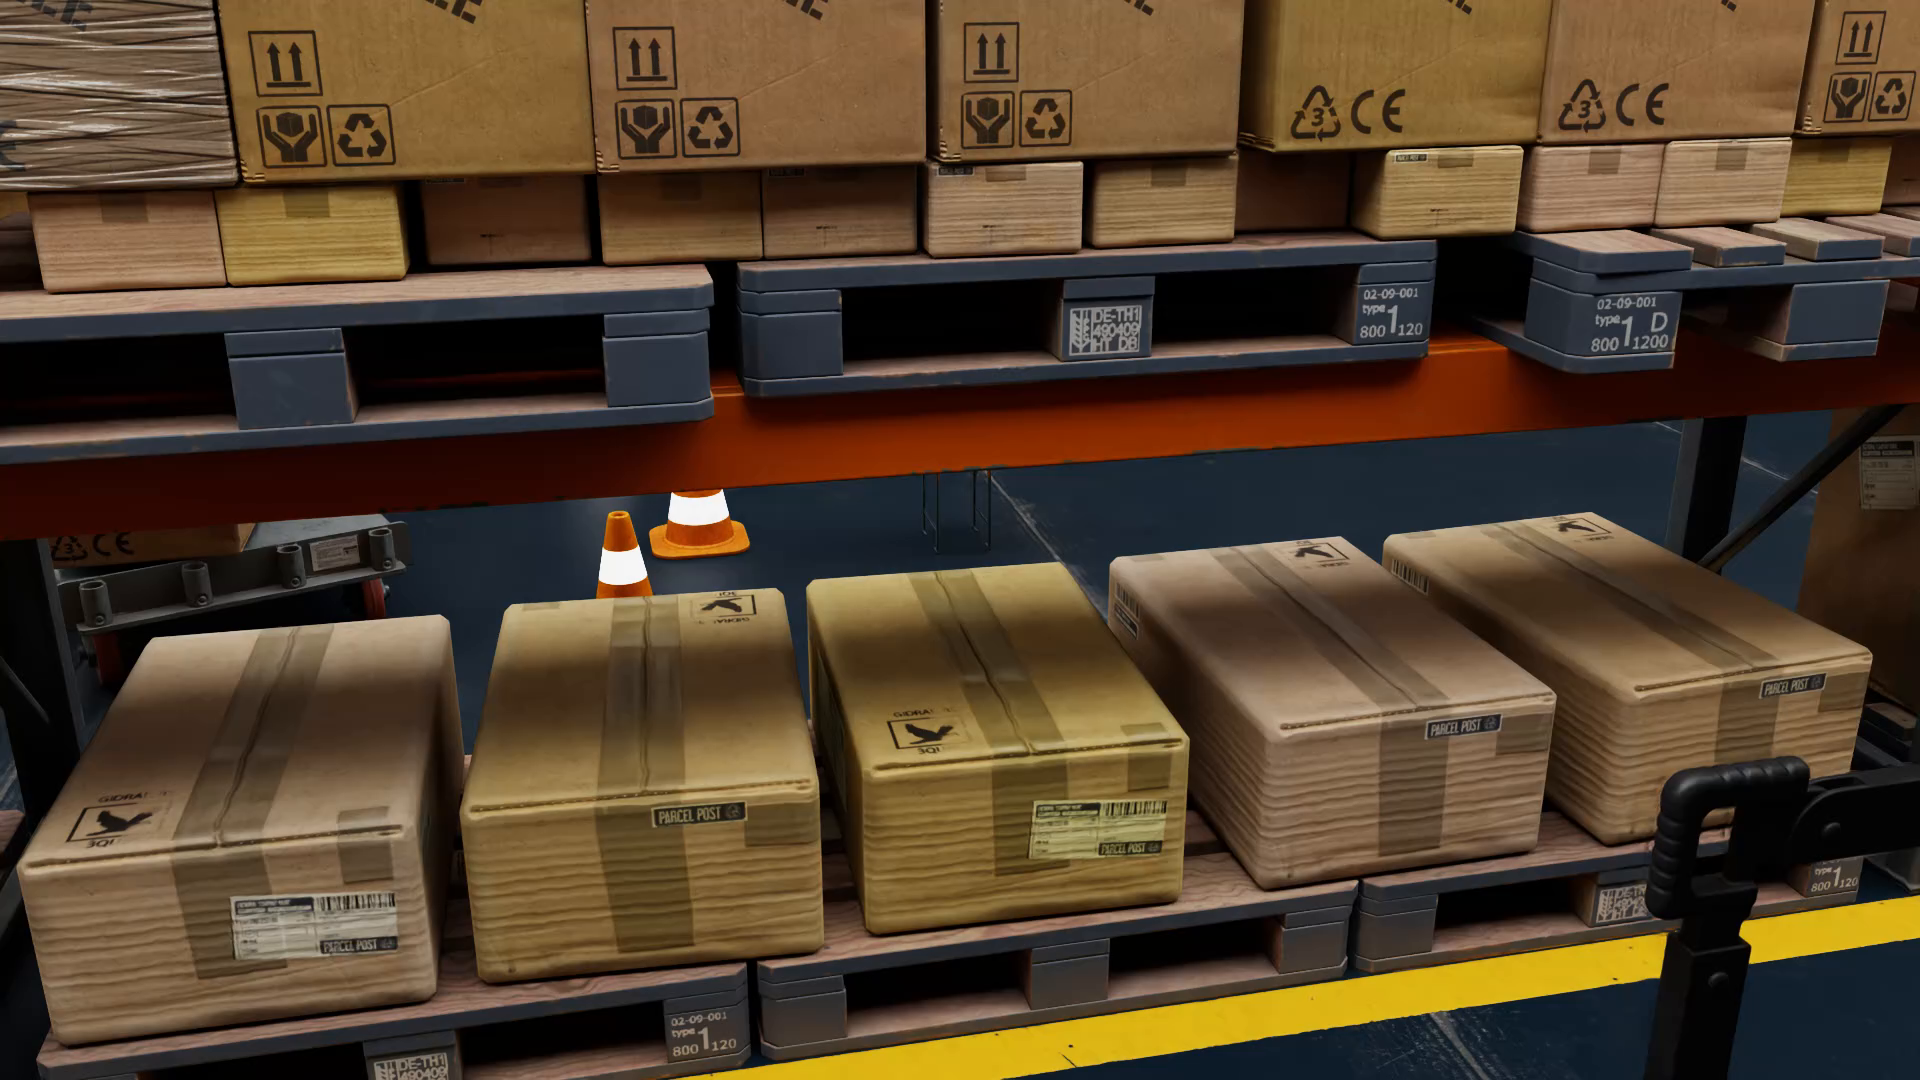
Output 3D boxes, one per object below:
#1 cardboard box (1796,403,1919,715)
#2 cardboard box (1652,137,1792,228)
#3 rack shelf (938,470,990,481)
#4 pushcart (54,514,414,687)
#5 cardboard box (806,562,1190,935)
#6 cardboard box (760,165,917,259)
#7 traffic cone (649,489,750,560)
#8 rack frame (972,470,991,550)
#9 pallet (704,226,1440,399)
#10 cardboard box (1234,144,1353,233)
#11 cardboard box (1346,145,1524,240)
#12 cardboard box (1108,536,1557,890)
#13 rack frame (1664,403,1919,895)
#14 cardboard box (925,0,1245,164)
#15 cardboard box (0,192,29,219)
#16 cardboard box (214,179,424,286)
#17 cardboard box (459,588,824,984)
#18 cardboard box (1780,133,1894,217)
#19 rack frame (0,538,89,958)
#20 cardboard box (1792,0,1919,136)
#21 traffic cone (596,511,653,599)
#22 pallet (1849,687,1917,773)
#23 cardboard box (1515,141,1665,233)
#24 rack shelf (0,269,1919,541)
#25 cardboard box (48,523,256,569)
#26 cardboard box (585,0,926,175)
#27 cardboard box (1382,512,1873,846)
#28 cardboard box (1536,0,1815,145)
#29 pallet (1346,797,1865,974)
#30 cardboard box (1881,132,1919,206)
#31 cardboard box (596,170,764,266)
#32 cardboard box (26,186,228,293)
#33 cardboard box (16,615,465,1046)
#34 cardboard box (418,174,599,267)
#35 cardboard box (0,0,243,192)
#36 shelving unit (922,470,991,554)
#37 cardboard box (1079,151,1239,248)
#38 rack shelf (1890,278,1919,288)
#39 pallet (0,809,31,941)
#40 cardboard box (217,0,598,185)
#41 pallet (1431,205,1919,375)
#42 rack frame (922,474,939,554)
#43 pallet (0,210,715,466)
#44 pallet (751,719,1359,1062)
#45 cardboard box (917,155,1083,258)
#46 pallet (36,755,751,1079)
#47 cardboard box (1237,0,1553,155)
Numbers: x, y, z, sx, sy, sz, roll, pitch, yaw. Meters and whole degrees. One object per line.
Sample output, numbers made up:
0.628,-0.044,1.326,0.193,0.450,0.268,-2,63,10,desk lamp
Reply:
2.737,-0.022,3.993,0.875,0.875,0.875,-5,21,-13,cardboard box
1.302,-0.690,3.092,0.250,0.149,0.380,-5,21,-13,cardboard box
-0.014,-0.295,5.703,0.180,0.103,0.258,-5,21,-12,rack shelf
-2.420,-0.007,5.286,0.936,0.377,1.648,-13,24,-31,pushcart
0.038,0.401,3.568,0.625,0.372,0.950,-4,20,-11,cardboard box
-0.232,-0.587,2.810,0.250,0.149,0.380,-4,21,-12,cardboard box
-0.910,-0.213,5.722,0.334,0.463,0.336,-5,21,-12,traffic cone
0.075,-0.569,5.625,0.006,1.200,0.240,-5,21,-12,rack frame
0.129,-0.536,3.194,1.213,0.211,1.003,-5,21,-12,pallet
0.517,-0.669,3.034,0.250,0.149,0.380,-4,21,-12,cardboard box
0.791,-0.646,2.973,0.250,0.149,0.380,-4,21,-12,cardboard box
0.778,0.343,3.727,0.625,0.372,0.950,-5,21,-14,cardboard box
2.046,-0.796,3.627,0.127,3.000,1.000,-5,21,-12,rack frame
0.145,-0.923,2.785,0.500,0.500,0.500,-6,21,-15,cardboard box
-3.712,-1.301,7.485,0.875,0.875,0.875,-4,21,-12,cardboard box
-0.991,-0.513,2.610,0.250,0.149,0.380,-4,21,-11,cardboard box
-0.638,0.457,3.416,0.625,0.372,0.950,-3,20,-9,cardboard box
1.537,-0.725,3.188,0.250,0.149,0.380,-4,21,-12,cardboard box
-1.847,-0.479,2.762,0.127,3.000,1.000,-5,21,-12,rack frame
1.668,-1.051,3.134,0.500,0.500,0.500,-5,21,-14,cardboard box
-0.962,0.145,4.746,0.334,0.463,0.336,-5,21,-12,traffic cone
2.831,0.476,4.208,1.213,0.211,1.003,-5,21,-12,pallet
1.055,-0.673,3.045,0.250,0.149,0.380,-6,21,-15,cardboard box
0.100,-0.300,3.318,4.000,0.370,1.077,-5,21,-12,rack shelf
-2.285,-0.255,4.682,0.500,0.500,0.500,-5,21,-12,cardboard box
-0.353,-0.879,2.664,0.500,0.500,0.500,-5,21,-13,cardboard box
1.494,0.282,3.893,0.625,0.372,0.950,-6,21,-16,cardboard box
1.167,-1.006,3.012,0.500,0.500,0.500,-5,21,-13,cardboard box
1.285,0.575,3.939,1.213,0.211,1.003,-5,21,-12,pallet
1.781,-0.770,3.312,0.250,0.149,0.380,-4,20,-10,cardboard box
-0.473,-0.568,2.758,0.250,0.149,0.380,-4,21,-12,cardboard box
-1.236,-0.497,2.564,0.250,0.149,0.380,-4,21,-12,cardboard box
-1.337,0.515,3.258,0.625,0.372,0.950,-4,21,-12,cardboard box
-0.733,-0.561,2.741,0.250,0.149,0.380,-3,20,-9,cardboard box
-1.324,-0.804,2.461,0.500,0.500,0.500,-4,21,-11,cardboard box
-0.014,-0.562,5.605,0.189,1.200,0.258,-5,21,-12,shelving unit
0.292,-0.621,2.905,0.250,0.149,0.380,-5,21,-14,cardboard box
3.992,-0.616,4.182,4.000,0.370,1.077,-5,21,-12,rack shelf
-2.492,0.895,3.065,1.213,0.211,1.003,-5,21,-12,pallet
-0.837,-0.844,2.570,0.500,0.500,0.500,-5,21,-12,cardboard box
1.377,-0.614,3.408,1.003,0.211,1.213,-5,21,-12,pallet
-0.103,-0.555,5.585,0.006,1.200,0.240,-5,21,-12,rack frame
-1.069,-0.401,2.828,1.213,0.211,1.003,-5,21,-12,pallet
0.100,0.670,3.678,1.213,0.211,1.003,-5,21,-12,pallet
0.039,-0.590,2.820,0.250,0.149,0.380,-4,20,-10,cardboard box
-1.089,0.768,3.412,1.213,0.211,1.003,-5,21,-12,pallet
0.676,-0.966,2.902,0.500,0.500,0.500,-6,21,-16,cardboard box
